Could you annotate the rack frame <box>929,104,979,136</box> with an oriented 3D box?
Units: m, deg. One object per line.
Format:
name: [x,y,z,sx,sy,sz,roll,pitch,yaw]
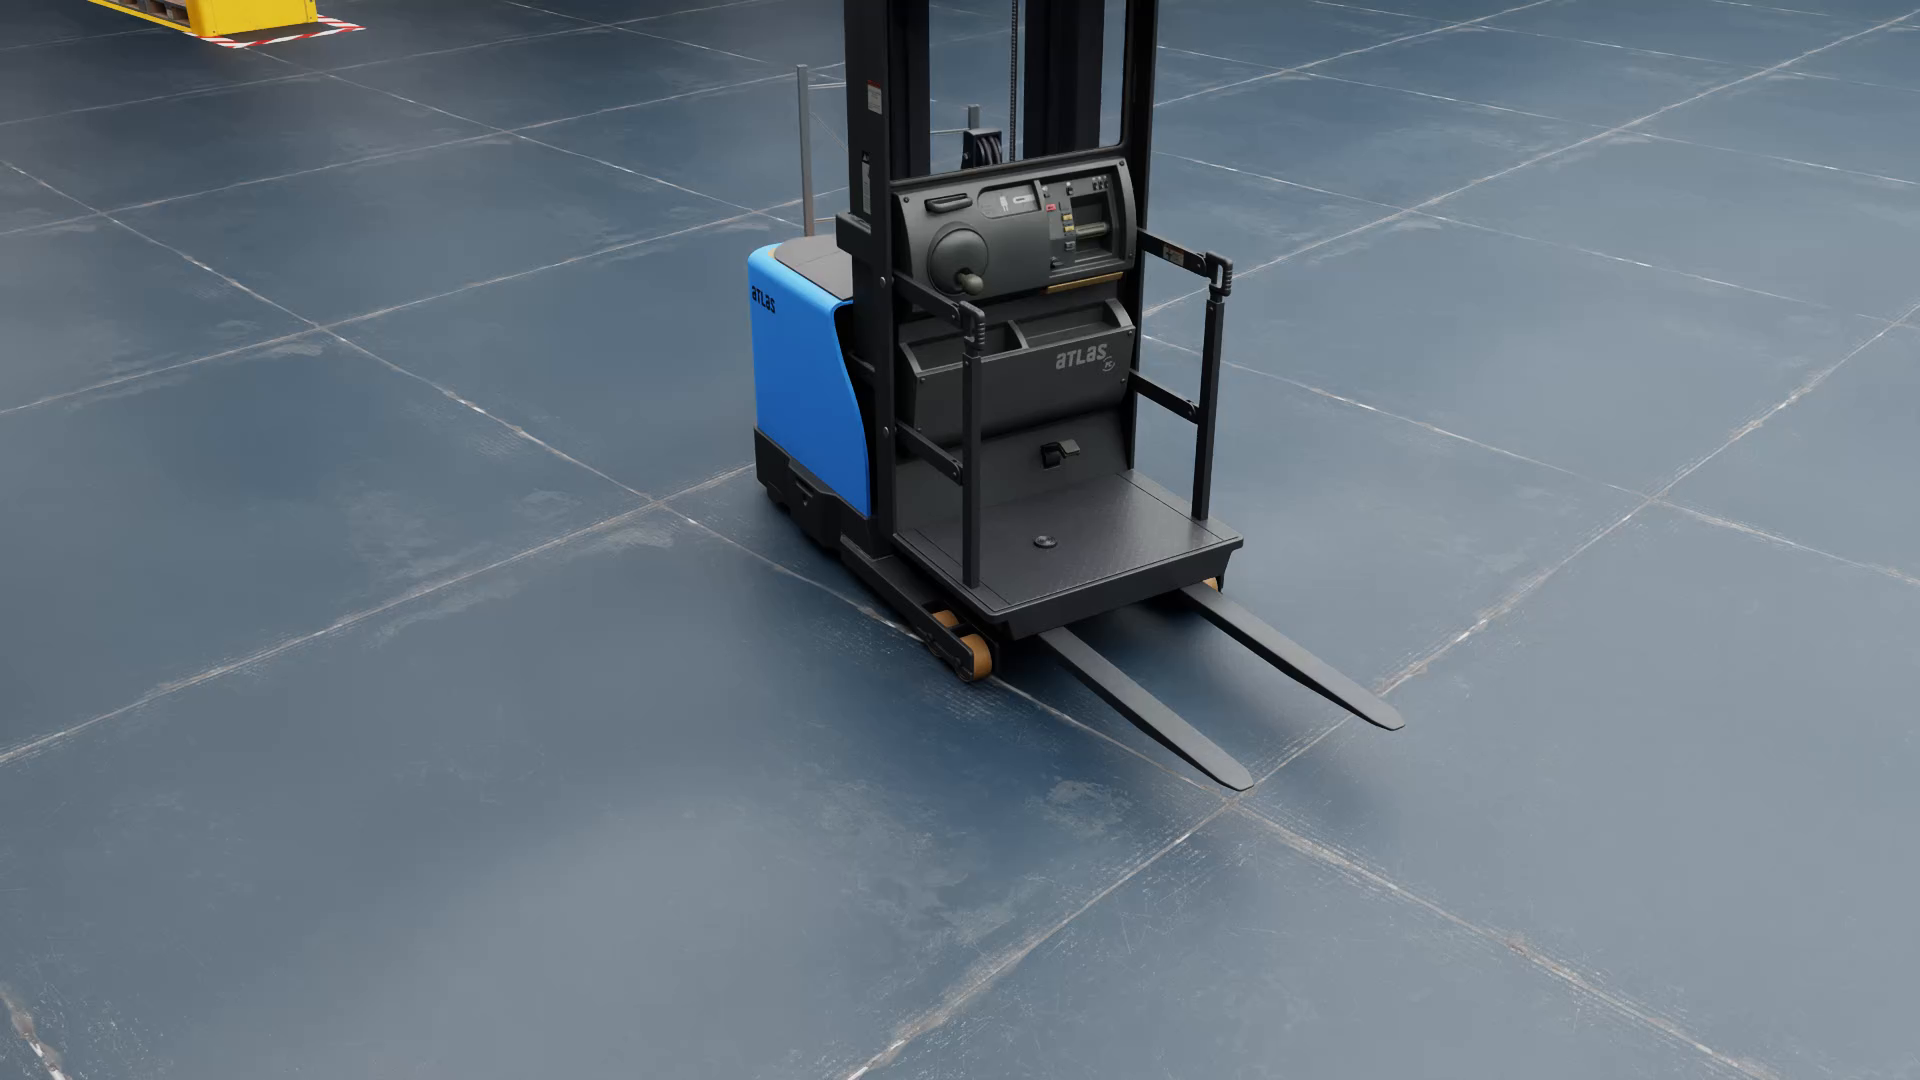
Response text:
rack frame: [-0.158,-1.134,7.295,0.500,1.500,0.032,-10,29,-18]

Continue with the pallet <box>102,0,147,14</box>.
pallet: [-8.362,-5.805,17.563,1.213,0.211,1.003,25,36,38]

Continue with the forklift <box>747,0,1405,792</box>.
forklift: [0.323,-1.048,5.594,1.130,2.935,3.031,-16,32,-27]

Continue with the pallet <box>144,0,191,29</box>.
pallet: [-7.496,-5.407,16.806,1.213,0.211,1.003,25,36,38]

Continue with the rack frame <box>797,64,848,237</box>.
rack frame: [-0.519,-1.576,8.136,0.500,1.500,0.032,-10,29,-18]

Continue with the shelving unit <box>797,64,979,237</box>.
shelving unit: [-0.342,-1.359,7.723,0.587,1.500,1.083,-10,29,-18]

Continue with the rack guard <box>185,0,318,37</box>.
rack guard: [-6.921,-5.268,16.231,0.348,0.500,1.175,25,36,38]
